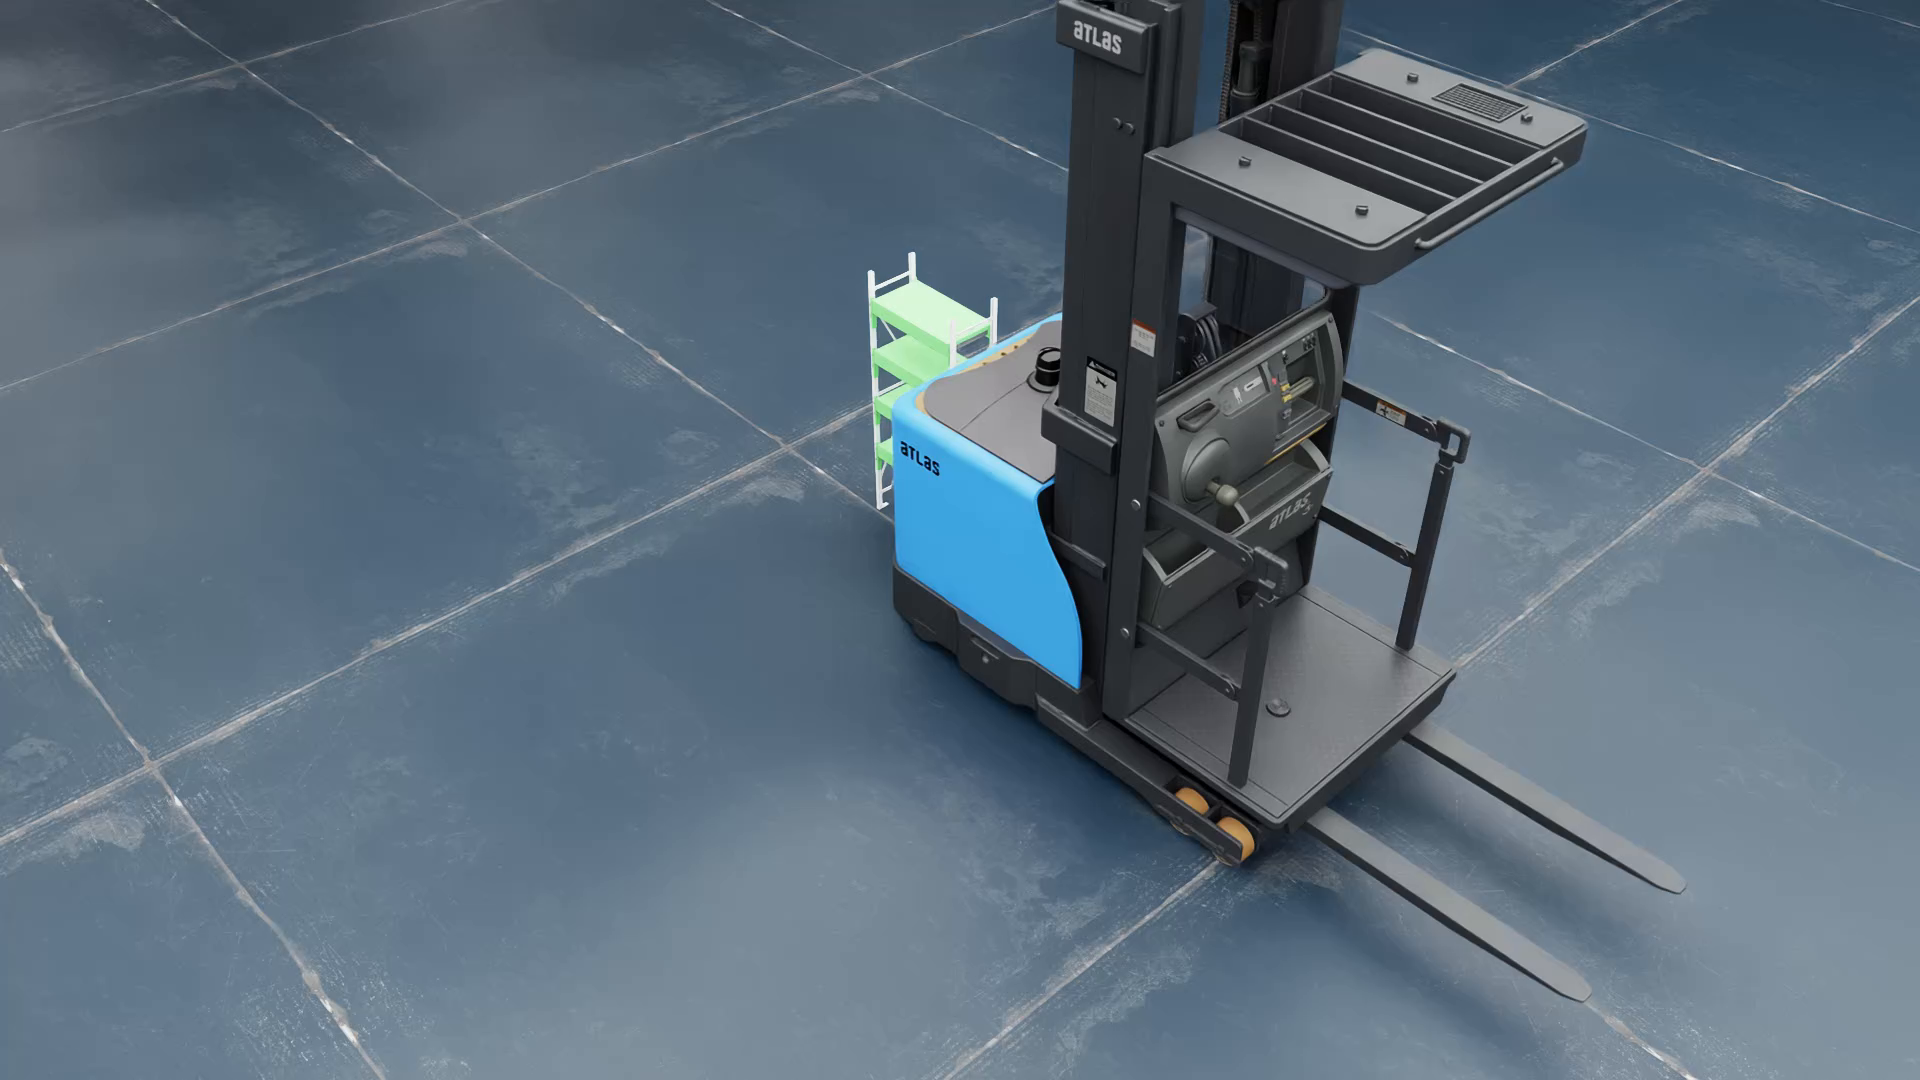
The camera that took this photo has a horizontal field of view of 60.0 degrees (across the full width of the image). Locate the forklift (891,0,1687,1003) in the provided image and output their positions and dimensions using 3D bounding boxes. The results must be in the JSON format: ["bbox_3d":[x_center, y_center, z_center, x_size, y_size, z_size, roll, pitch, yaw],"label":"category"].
[{"bbox_3d":[1.112,-0.370,5.375,1.130,2.935,3.031,-31,48,-33],"label":"forklift"}]

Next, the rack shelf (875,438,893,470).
[{"bbox_3d":[-0.112,-0.307,7.159,0.258,0.148,0.480,-30,48,-32],"label":"rack shelf"}]

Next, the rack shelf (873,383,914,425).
[{"bbox_3d":[-0.112,-0.494,7.008,0.258,0.148,0.480,-30,48,-32],"label":"rack shelf"}]

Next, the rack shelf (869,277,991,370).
[{"bbox_3d":[-0.112,-0.867,6.706,0.258,0.148,0.480,-30,48,-32],"label":"rack shelf"}]

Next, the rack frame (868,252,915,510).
[{"bbox_3d":[-0.277,-0.656,7.108,0.240,1.200,0.015,-30,48,-32],"label":"rack frame"}]

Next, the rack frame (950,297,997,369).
[{"bbox_3d":[0.053,-0.430,6.828,0.240,1.200,0.015,-30,48,-32],"label":"rack frame"}]

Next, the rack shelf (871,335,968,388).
[{"bbox_3d":[-0.112,-0.680,6.857,0.258,0.148,0.480,-30,48,-32],"label":"rack shelf"}]

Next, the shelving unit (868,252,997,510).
[{"bbox_3d":[-0.112,-0.543,6.968,0.258,1.200,0.503,-30,48,-32],"label":"shelving unit"}]
